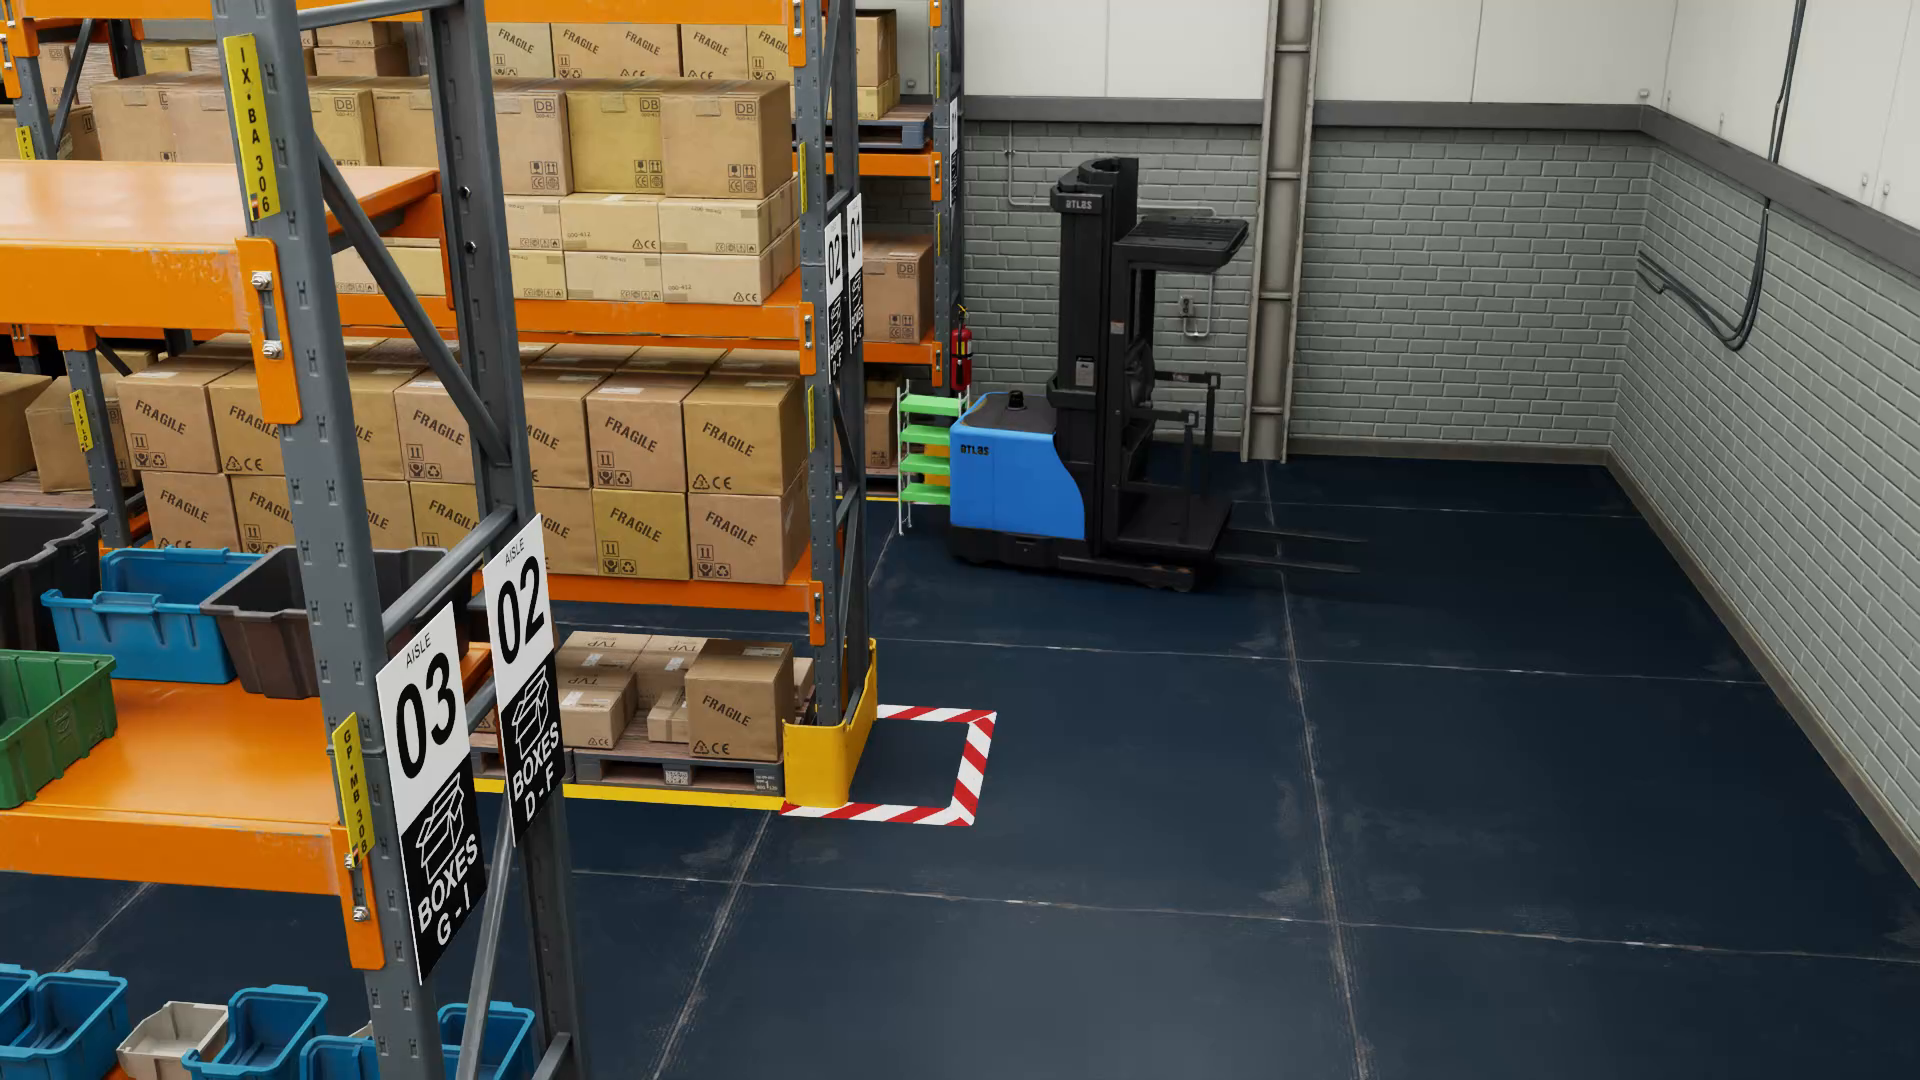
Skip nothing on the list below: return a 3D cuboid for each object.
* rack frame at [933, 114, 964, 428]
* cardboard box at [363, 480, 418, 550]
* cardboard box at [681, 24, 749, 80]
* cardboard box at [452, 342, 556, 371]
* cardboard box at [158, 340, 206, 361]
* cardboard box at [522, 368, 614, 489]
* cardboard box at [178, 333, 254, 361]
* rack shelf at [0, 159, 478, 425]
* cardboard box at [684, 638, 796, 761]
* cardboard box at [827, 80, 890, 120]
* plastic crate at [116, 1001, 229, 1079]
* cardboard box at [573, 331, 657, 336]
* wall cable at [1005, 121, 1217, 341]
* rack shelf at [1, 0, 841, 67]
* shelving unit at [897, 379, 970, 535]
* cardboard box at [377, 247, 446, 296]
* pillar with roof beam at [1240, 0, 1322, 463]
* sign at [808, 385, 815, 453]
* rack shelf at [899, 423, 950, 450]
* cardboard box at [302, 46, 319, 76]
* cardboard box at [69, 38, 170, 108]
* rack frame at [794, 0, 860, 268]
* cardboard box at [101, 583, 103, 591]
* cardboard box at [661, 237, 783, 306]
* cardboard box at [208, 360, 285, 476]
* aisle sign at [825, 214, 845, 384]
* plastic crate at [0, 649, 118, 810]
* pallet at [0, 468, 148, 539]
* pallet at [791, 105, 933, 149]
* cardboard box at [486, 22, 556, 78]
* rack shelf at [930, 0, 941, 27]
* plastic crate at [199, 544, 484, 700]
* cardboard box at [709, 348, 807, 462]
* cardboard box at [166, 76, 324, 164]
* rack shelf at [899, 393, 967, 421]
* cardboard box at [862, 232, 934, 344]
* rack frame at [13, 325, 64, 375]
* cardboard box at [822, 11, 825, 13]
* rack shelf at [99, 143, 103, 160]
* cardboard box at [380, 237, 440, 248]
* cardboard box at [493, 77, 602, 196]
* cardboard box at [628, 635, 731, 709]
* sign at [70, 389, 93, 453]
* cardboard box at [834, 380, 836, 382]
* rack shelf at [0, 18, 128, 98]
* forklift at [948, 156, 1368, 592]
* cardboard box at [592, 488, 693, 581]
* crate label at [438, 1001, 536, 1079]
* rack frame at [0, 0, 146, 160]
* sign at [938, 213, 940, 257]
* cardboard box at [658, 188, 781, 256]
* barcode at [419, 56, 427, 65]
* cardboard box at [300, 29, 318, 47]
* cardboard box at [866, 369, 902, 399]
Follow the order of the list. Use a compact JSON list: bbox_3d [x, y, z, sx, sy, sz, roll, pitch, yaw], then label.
[{"bbox_3d":[-0.084,-1.936,13.757,0.127,3.000,1.000,2,22,6],"label":"rack frame"},{"bbox_3d":[-3.156,-0.182,9.184,0.500,0.500,0.500,2,22,6],"label":"cardboard box"},{"bbox_3d":[-1.858,-3.829,12.942,0.500,0.500,0.500,2,22,4],"label":"cardboard box"},{"bbox_3d":[-2.594,-0.819,9.436,0.500,0.500,0.500,2,22,6],"label":"cardboard box"},{"bbox_3d":[-6.445,-1.358,14.647,0.750,0.750,0.750,2,22,6],"label":"cardboard box"},{"bbox_3d":[-2.155,-0.600,8.881,0.500,0.500,0.500,3,22,8],"label":"cardboard box"},{"bbox_3d":[-4.103,-0.884,9.601,0.500,0.500,0.500,3,22,7],"label":"cardboard box"},{"bbox_3d":[-3.236,-0.675,3.929,4.000,0.370,1.077,2,22,6],"label":"rack shelf"},{"bbox_3d":[-1.233,0.897,9.392,0.500,0.500,0.500,2,22,6],"label":"cardboard box"},{"bbox_3d":[-0.843,-3.438,12.972,0.500,0.250,0.500,3,22,8],"label":"cardboard box"},{"bbox_3d":[-2.439,1.572,5.162,0.298,0.136,0.250,2,22,6],"label":"plastic crate"},{"bbox_3d":[-2.796,-2.185,13.980,0.700,0.700,0.980,2,22,5],"label":"cardboard box"},{"bbox_3d":[1.299,-2.698,14.303,1.851,1.984,0.084,2,22,6],"label":"wall cable"},{"bbox_3d":[-2.650,-2.668,8.430,4.000,0.370,1.077,2,22,6],"label":"rack shelf"},{"bbox_3d":[-0.201,-0.611,12.853,0.503,1.200,0.258,6,22,16],"label":"shelving unit"},{"bbox_3d":[-2.693,-1.448,8.648,0.500,0.250,0.500,2,22,6],"label":"cardboard box"},{"bbox_3d":[2.192,-3.353,9.181,0.400,9.000,9.100,2,22,6],"label":"pillar with roof beam"},{"bbox_3d":[-0.749,-0.611,8.400,0.005,0.325,0.100,2,22,6],"label":"sign"},{"bbox_3d":[-0.201,-0.775,12.788,0.480,0.148,0.258,6,22,16],"label":"rack shelf"},{"bbox_3d":[-5.478,-3.834,13.743,0.500,0.500,0.700,2,22,5],"label":"cardboard box"},{"bbox_3d":[-7.008,-3.924,13.972,0.500,0.500,0.700,1,22,3],"label":"cardboard box"},{"bbox_3d":[-0.664,-2.917,8.079,0.127,3.000,1.000,2,22,6],"label":"rack frame"},{"bbox_3d":[-5.088,0.548,10.276,0.500,0.500,0.500,2,22,4],"label":"cardboard box"},{"bbox_3d":[-1.205,-1.378,8.470,0.500,0.250,0.500,2,22,6],"label":"cardboard box"},{"bbox_3d":[-3.689,-0.666,9.050,0.500,0.500,0.500,2,22,5],"label":"cardboard box"},{"bbox_3d":[-0.632,-1.221,8.413,0.004,0.787,0.394,2,22,6],"label":"aisle sign"},{"bbox_3d":[-2.263,0.446,3.939,0.336,0.188,0.450,2,22,6],"label":"plastic crate"},{"bbox_3d":[-5.417,-0.285,9.843,1.213,0.211,1.003,2,22,6],"label":"pallet"},{"bbox_3d":[-0.822,-3.318,13.293,1.213,0.211,1.003,2,22,6],"label":"pallet"},{"bbox_3d":[-3.382,-3.892,13.100,0.500,0.500,0.500,2,22,6],"label":"cardboard box"},{"bbox_3d":[-2.070,-4.292,13.078,4.000,0.370,1.077,2,22,6],"label":"rack shelf"},{"bbox_3d":[-1.600,0.229,4.380,0.590,0.269,0.497,2,22,6],"label":"plastic crate"},{"bbox_3d":[-1.073,-0.754,9.271,0.500,0.500,0.500,3,22,8],"label":"cardboard box"},{"bbox_3d":[-3.669,-2.126,8.662,0.500,0.500,0.700,2,22,6],"label":"cardboard box"},{"bbox_3d":[-0.201,-0.998,12.700,0.480,0.148,0.258,6,22,16],"label":"rack shelf"},{"bbox_3d":[-0.592,-2.094,13.748,0.700,0.700,0.980,3,22,9],"label":"cardboard box"},{"bbox_3d":[-8.029,-2.282,14.632,0.127,3.000,1.000,2,22,6],"label":"rack frame"},{"bbox_3d":[-1.305,-3.997,13.367,0.500,0.500,0.500,2,22,5],"label":"cardboard box"},{"bbox_3d":[-6.043,-3.256,13.994,4.000,0.370,1.077,2,22,6],"label":"rack shelf"},{"bbox_3d":[-2.694,-1.678,8.548,0.500,0.250,0.500,2,22,6],"label":"cardboard box"},{"bbox_3d":[-2.171,-2.085,8.558,0.500,0.500,0.700,2,22,6],"label":"cardboard box"},{"bbox_3d":[-1.667,0.798,9.982,0.500,0.250,0.500,2,22,6],"label":"cardboard box"},{"bbox_3d":[-4.698,-0.636,8.894,0.005,0.325,0.100,2,22,6],"label":"sign"},{"bbox_3d":[-1.194,-1.214,13.877,0.250,0.149,0.380,3,22,8],"label":"cardboard box"},{"bbox_3d":[-6.622,-2.656,8.941,4.000,0.370,1.077,2,22,6],"label":"rack shelf"},{"bbox_3d":[1.486,-1.206,12.005,3.031,2.935,1.130,6,22,16],"label":"forklift"},{"bbox_3d":[-1.656,-0.115,9.014,0.500,0.500,0.500,3,22,7],"label":"cardboard box"},{"bbox_3d":[-1.457,1.600,4.958,0.303,0.233,0.416,2,22,6],"label":"crate label"},{"bbox_3d":[-4.636,-3.090,8.516,0.127,3.000,1.000,2,22,6],"label":"rack frame"},{"bbox_3d":[-0.162,-2.387,13.001,0.005,0.325,0.100,2,22,6],"label":"sign"},{"bbox_3d":[-1.204,-1.614,8.387,0.500,0.250,0.500,2,22,6],"label":"cardboard box"},{"bbox_3d":[-4.467,-3.990,13.839,0.075,0.075,0.001,4,22,11],"label":"barcode"},{"bbox_3d":[-5.465,-4.208,13.670,0.500,0.250,0.500,2,22,5],"label":"cardboard box"},{"bbox_3d":[-0.644,-1.332,14.175,0.250,0.149,0.380,3,22,7],"label":"cardboard box"}]
